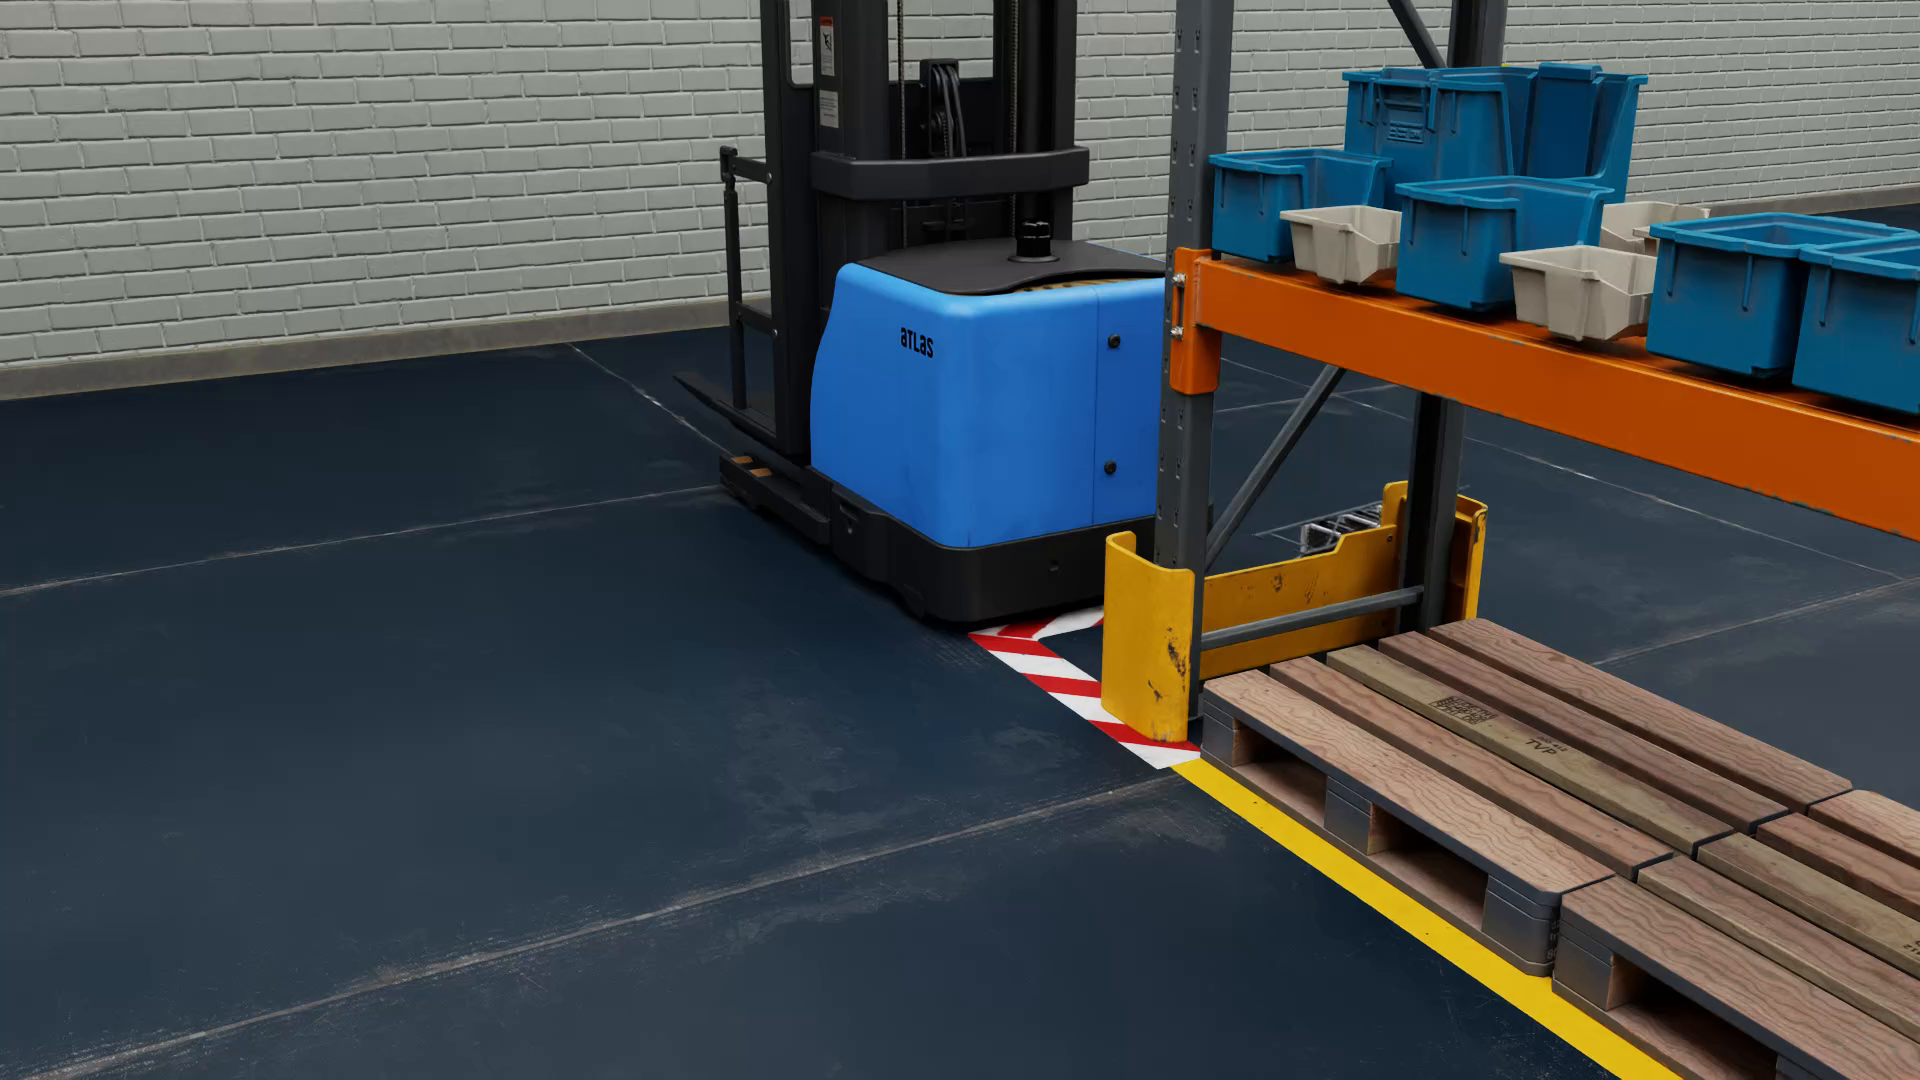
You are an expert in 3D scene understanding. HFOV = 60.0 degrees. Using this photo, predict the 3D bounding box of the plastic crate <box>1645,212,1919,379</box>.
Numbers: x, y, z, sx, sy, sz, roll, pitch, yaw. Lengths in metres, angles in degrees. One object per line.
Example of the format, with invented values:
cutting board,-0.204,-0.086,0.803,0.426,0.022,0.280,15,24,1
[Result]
plastic crate,1.452,-0.440,2.973,0.416,0.233,0.300,-10,21,-27

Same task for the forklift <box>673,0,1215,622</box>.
forklift,-0.302,-1.564,6.171,1.130,2.935,3.031,-10,22,-27

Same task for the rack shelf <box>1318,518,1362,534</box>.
rack shelf,1.307,0.050,5.656,0.077,0.200,0.258,-13,23,-34

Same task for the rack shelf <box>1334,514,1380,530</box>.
rack shelf,1.380,0.033,5.706,0.077,0.200,0.258,-13,23,-34

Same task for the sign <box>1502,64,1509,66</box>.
sign,1.476,-1.158,4.638,0.100,0.325,0.005,-10,21,-27

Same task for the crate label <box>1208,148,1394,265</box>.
crate label,0.827,-0.818,4.068,0.416,0.233,0.303,-10,21,-27

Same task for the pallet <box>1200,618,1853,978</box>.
pallet,1.357,0.570,4.155,1.003,0.211,1.213,-10,21,-27

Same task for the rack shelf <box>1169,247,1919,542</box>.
rack shelf,1.949,-0.077,2.857,1.077,0.370,4.000,-10,21,-27

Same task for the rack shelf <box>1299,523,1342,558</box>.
rack shelf,1.234,0.067,5.606,0.077,0.200,0.258,-13,23,-34

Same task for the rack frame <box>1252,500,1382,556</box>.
rack frame,1.407,-0.070,5.691,0.900,0.006,0.240,-13,23,-34

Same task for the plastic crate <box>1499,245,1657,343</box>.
plastic crate,1.228,-0.473,3.216,0.250,0.136,0.298,-10,21,-27

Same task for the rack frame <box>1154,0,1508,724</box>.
rack frame,0.999,-0.991,4.404,1.000,3.000,0.127,-10,21,-27

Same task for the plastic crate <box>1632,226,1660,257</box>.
plastic crate,1.671,-0.603,3.592,0.396,0.136,0.243,-10,21,-27

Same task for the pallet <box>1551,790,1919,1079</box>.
pallet,1.932,0.920,3.142,1.003,0.211,1.213,-10,21,-27

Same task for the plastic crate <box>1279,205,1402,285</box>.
plastic crate,0.906,-0.668,3.780,0.250,0.136,0.298,-10,21,-27

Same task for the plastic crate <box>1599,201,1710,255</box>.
plastic crate,1.546,-0.688,3.840,0.396,0.136,0.243,-10,21,-27

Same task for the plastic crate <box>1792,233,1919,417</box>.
plastic crate,1.594,-0.354,2.723,0.416,0.233,0.300,-10,21,-27

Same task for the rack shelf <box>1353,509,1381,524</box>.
rack shelf,1.453,0.016,5.756,0.077,0.200,0.258,-13,23,-34

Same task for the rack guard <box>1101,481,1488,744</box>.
rack guard,0.976,0.186,4.826,1.175,0.500,0.348,-10,21,-27

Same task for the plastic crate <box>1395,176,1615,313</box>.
plastic crate,1.139,-0.629,3.521,0.416,0.233,0.300,-10,21,-27

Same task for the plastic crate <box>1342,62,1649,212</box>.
plastic crate,1.323,-0.969,4.194,0.616,0.435,0.499,-10,21,-27

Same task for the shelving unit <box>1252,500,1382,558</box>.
shelving unit,1.407,0.026,5.725,0.900,0.210,0.258,-13,23,-34

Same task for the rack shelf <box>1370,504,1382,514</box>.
rack shelf,1.526,-0.002,5.806,0.077,0.200,0.258,-13,23,-34
